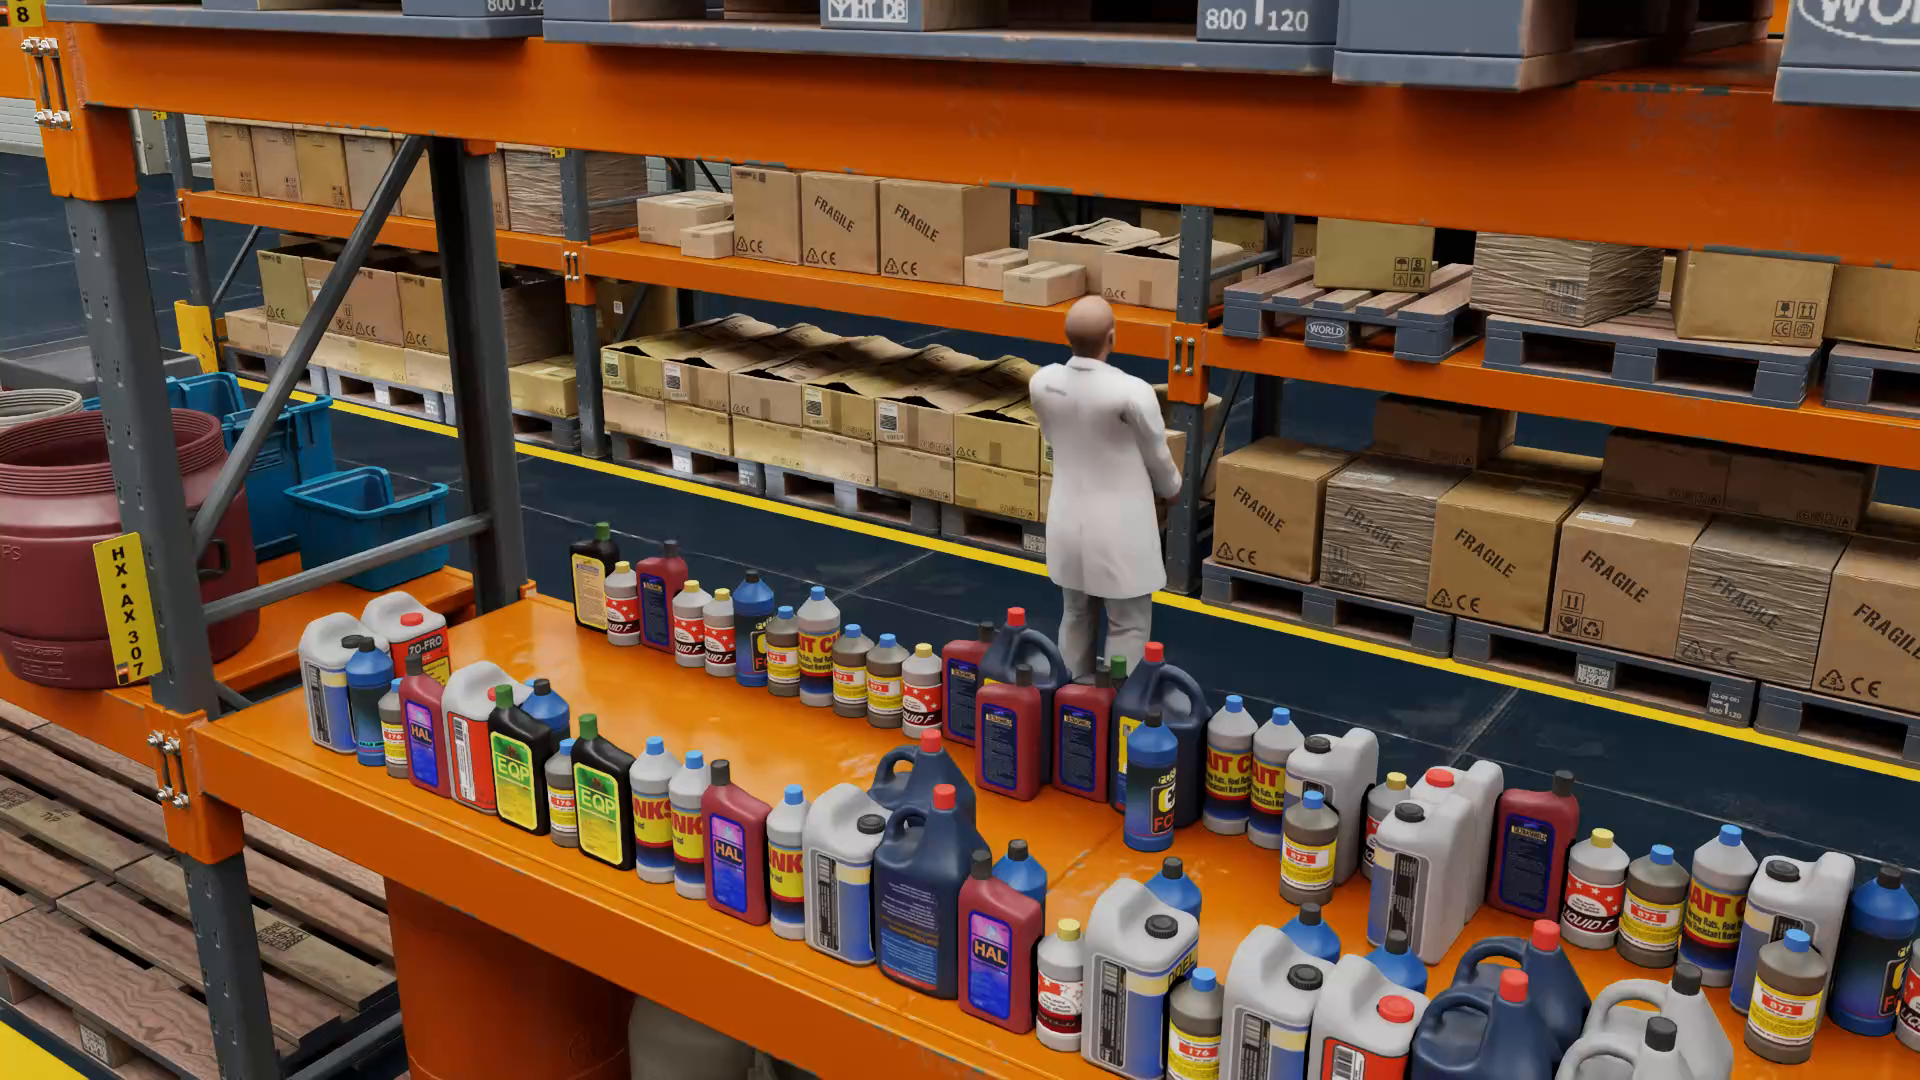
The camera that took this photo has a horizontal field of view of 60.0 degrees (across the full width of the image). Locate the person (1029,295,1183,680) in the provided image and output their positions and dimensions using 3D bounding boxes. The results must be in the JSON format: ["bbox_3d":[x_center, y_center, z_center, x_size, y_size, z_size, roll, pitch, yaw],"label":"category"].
[{"bbox_3d":[0.578,-0.075,6.313,0.530,1.770,0.555,13,23,33],"label":"person"}]
